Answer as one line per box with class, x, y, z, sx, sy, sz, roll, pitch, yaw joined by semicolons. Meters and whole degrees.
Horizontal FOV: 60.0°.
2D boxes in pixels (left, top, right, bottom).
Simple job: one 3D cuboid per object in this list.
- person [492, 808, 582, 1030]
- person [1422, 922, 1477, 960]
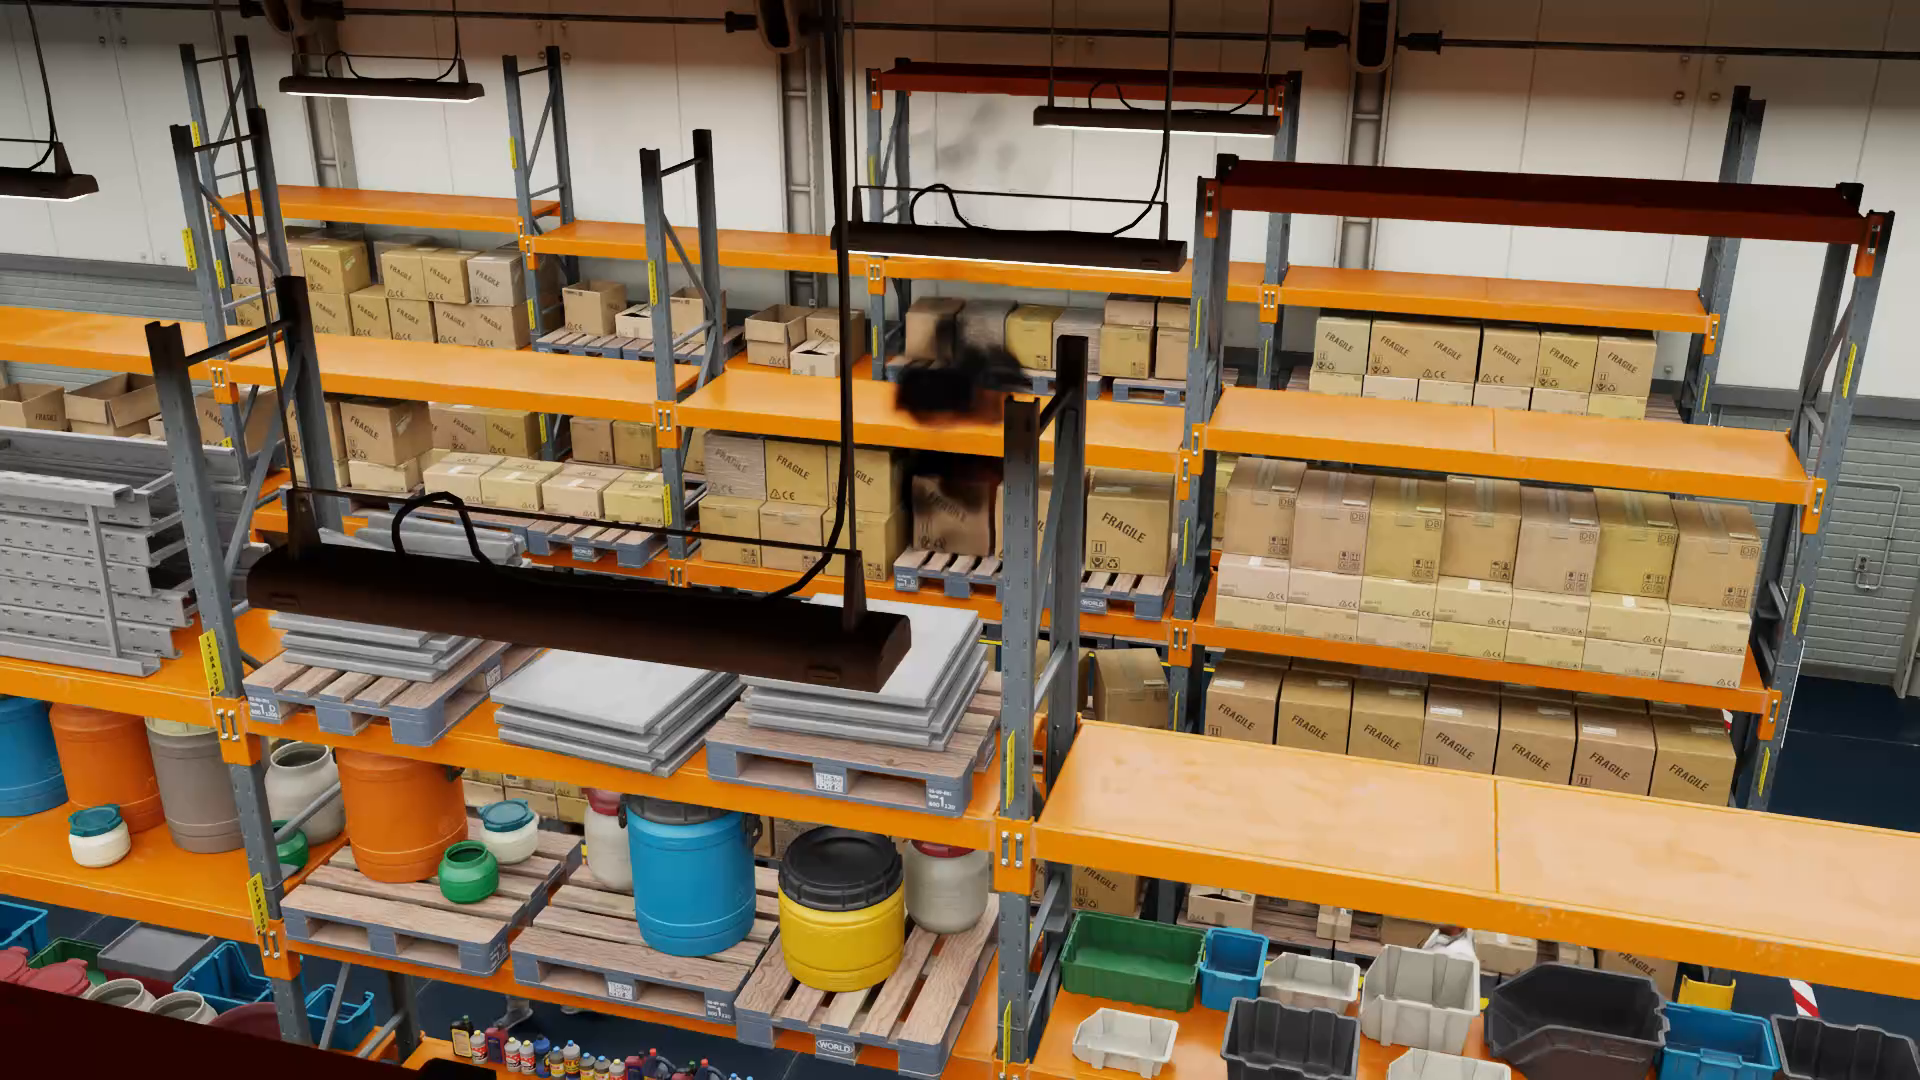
person;-3.046;2.709;11.963;0.812;1.837;0.642;2;23;5
person;3.226;3.096;11.026;0.803;1.775;0.665;3;23;6
